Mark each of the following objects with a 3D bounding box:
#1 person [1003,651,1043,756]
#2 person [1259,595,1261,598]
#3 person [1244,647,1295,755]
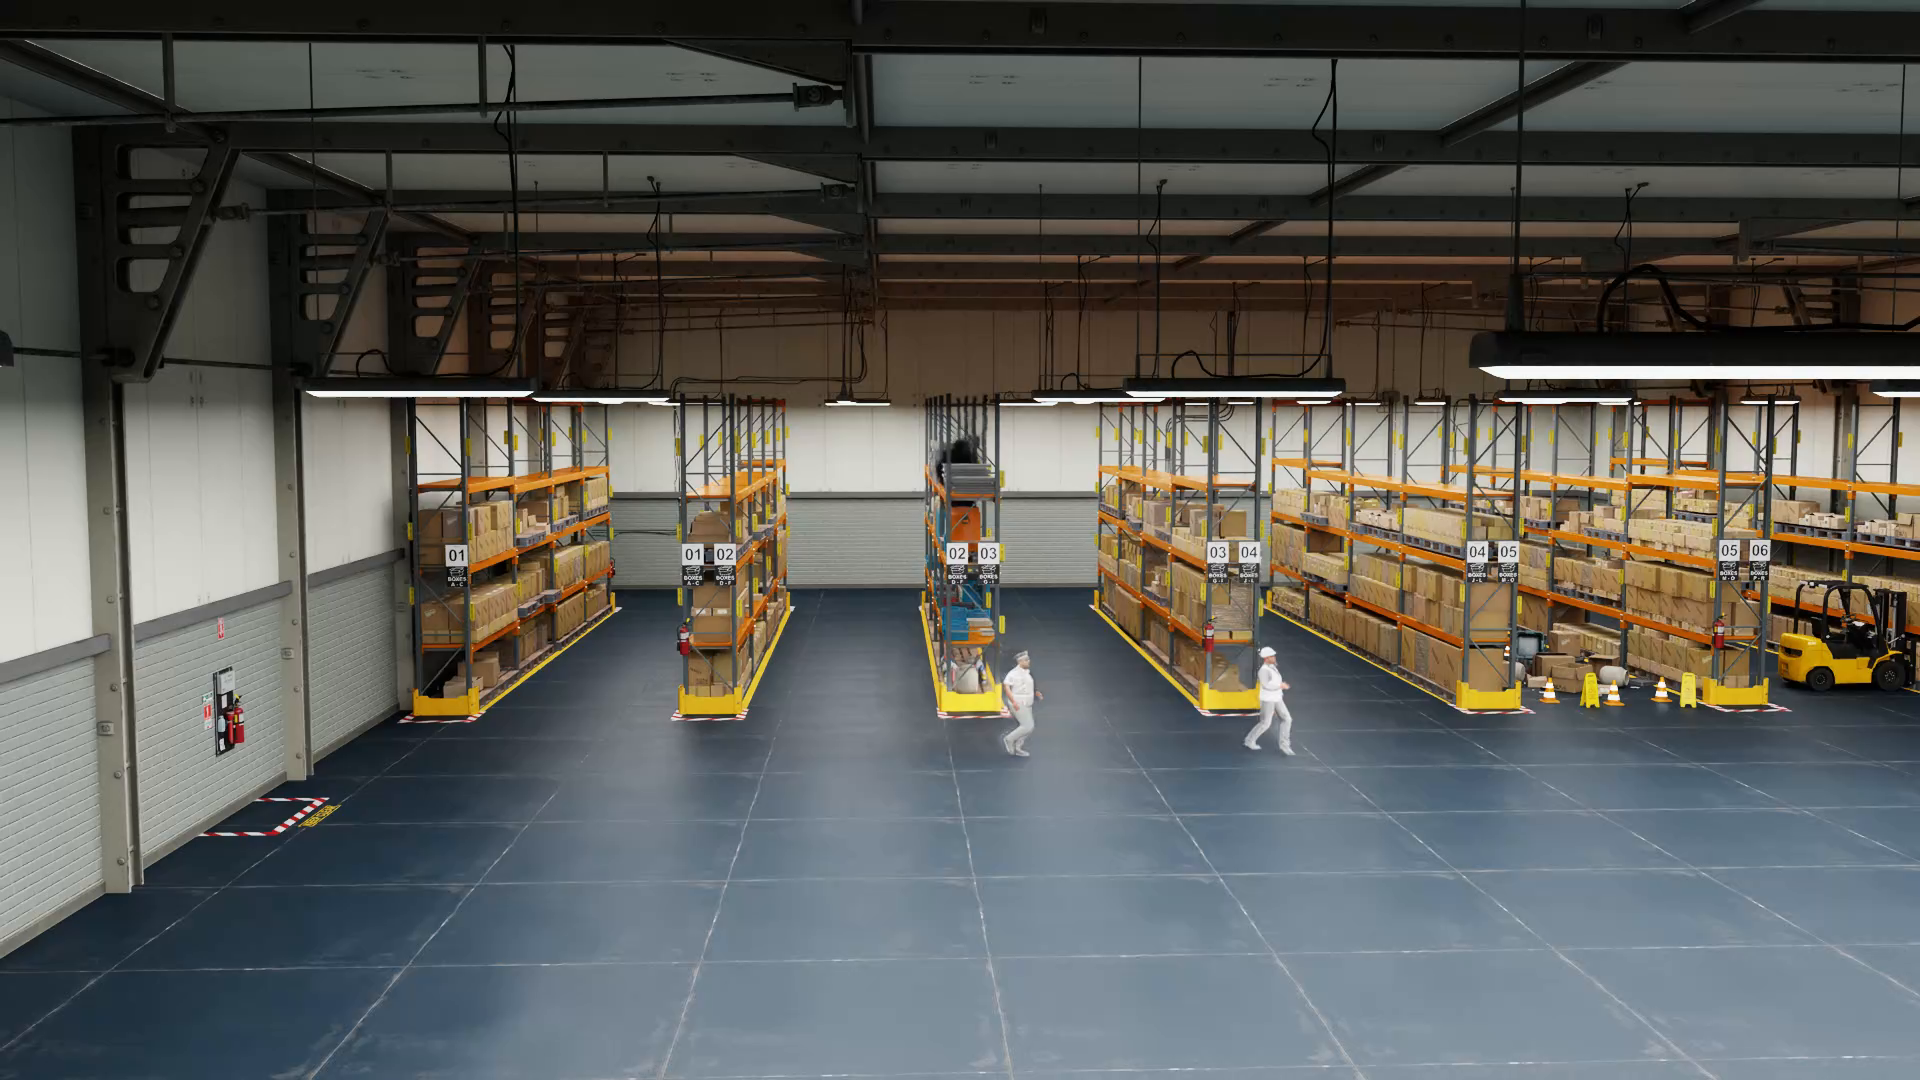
[{"bbox_3d":[1.041,2.689,27.395,0.594,1.749,0.675,2,5,22],"label":"person"},{"bbox_3d":[8.514,1.086,48.505,0.781,1.665,0.626,-3,5,-31],"label":"person"},{"bbox_3d":[5.156,2.676,27.607,0.822,1.809,0.661,3,5,32],"label":"person"}]
